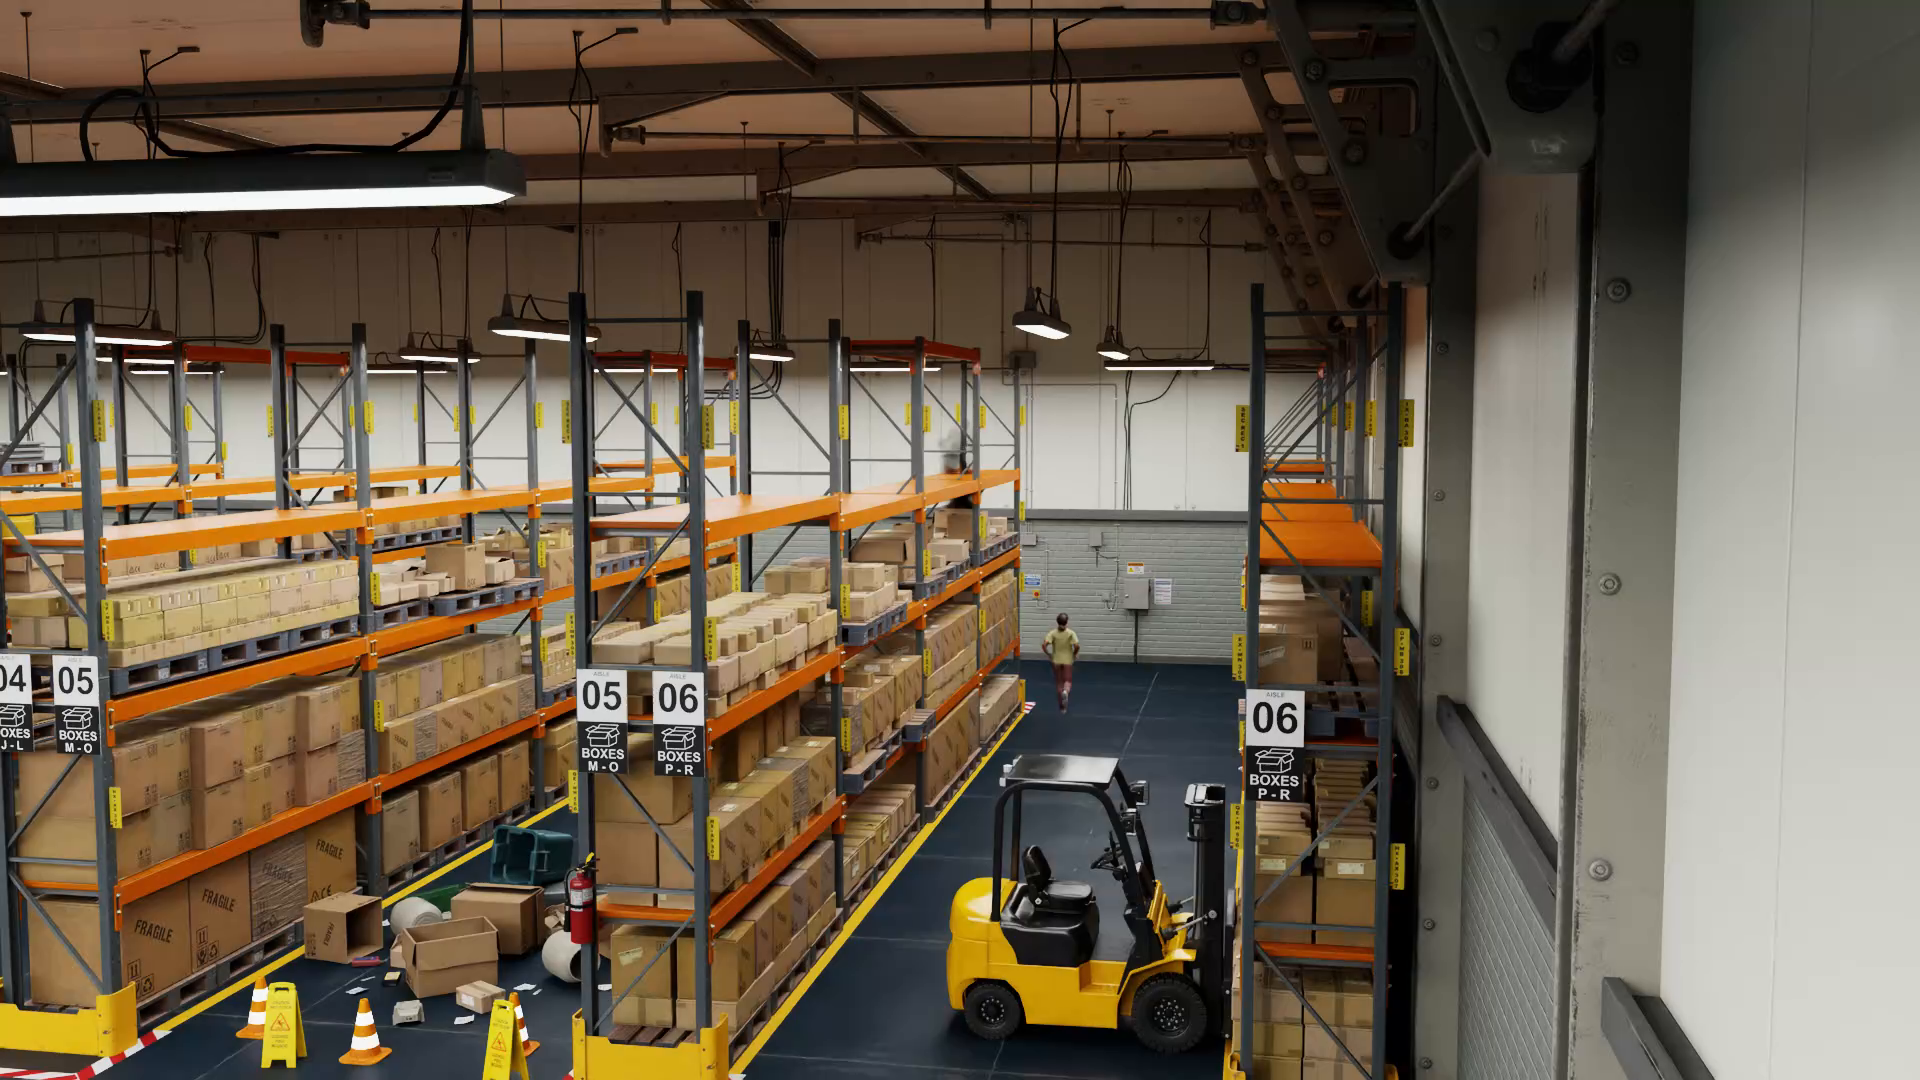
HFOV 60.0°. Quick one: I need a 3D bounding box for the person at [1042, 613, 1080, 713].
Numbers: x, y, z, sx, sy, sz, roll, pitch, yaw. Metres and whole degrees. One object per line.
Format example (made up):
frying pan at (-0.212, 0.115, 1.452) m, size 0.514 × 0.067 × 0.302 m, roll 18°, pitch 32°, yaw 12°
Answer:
person at (1.601, 1.955, 26.241) m, size 0.595 × 1.630 × 0.699 m, roll 1°, pitch 5°, yaw 8°
